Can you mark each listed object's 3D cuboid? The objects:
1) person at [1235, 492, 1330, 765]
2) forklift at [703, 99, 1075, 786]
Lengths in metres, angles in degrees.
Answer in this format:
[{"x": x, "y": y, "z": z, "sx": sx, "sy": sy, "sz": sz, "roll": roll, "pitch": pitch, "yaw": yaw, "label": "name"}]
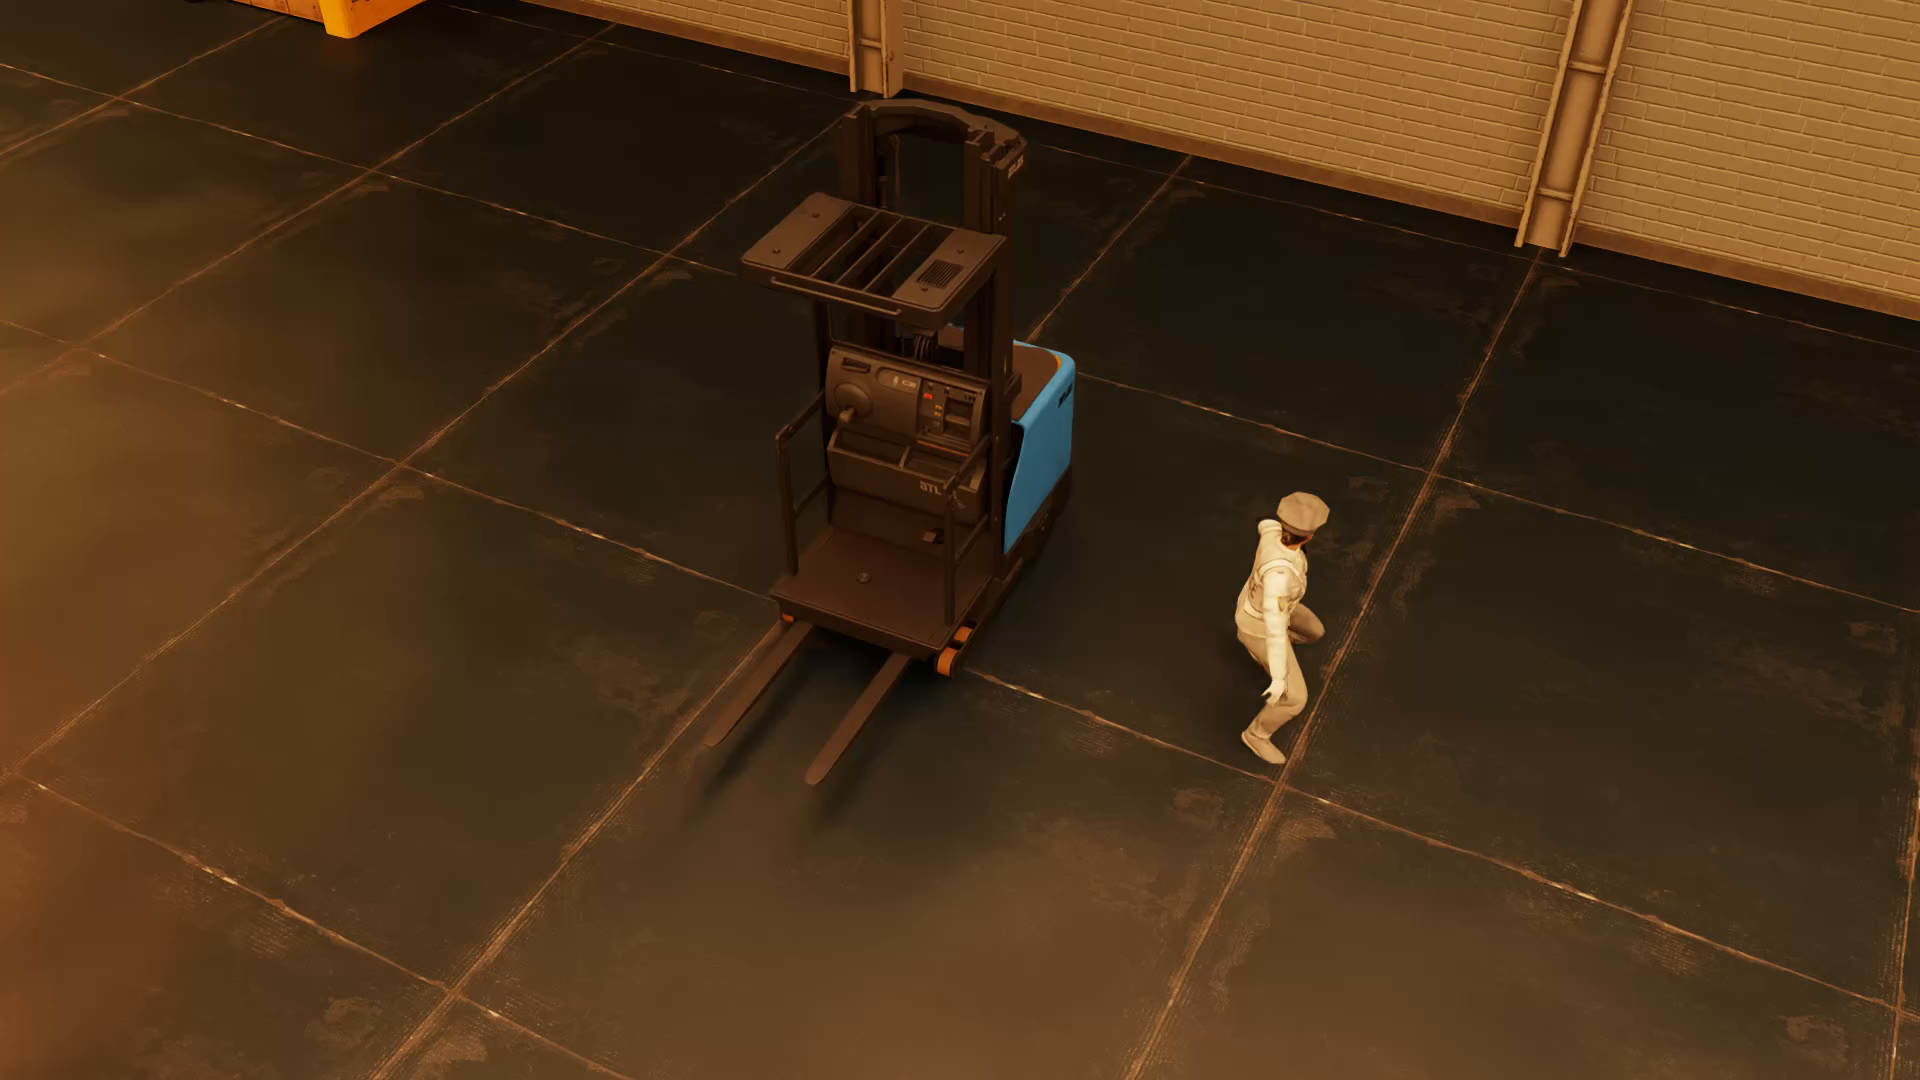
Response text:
[{"x": 1.651, "y": 0.422, "z": 8.613, "sx": 0.473, "sy": 1.553, "sz": 0.991, "roll": 12, "pitch": 41, "yaw": 13, "label": "person"}, {"x": -0.388, "y": -0.677, "z": 8.790, "sx": 1.130, "sy": 2.935, "sz": 3.031, "roll": 17, "pitch": 43, "yaw": 19, "label": "forklift"}]
